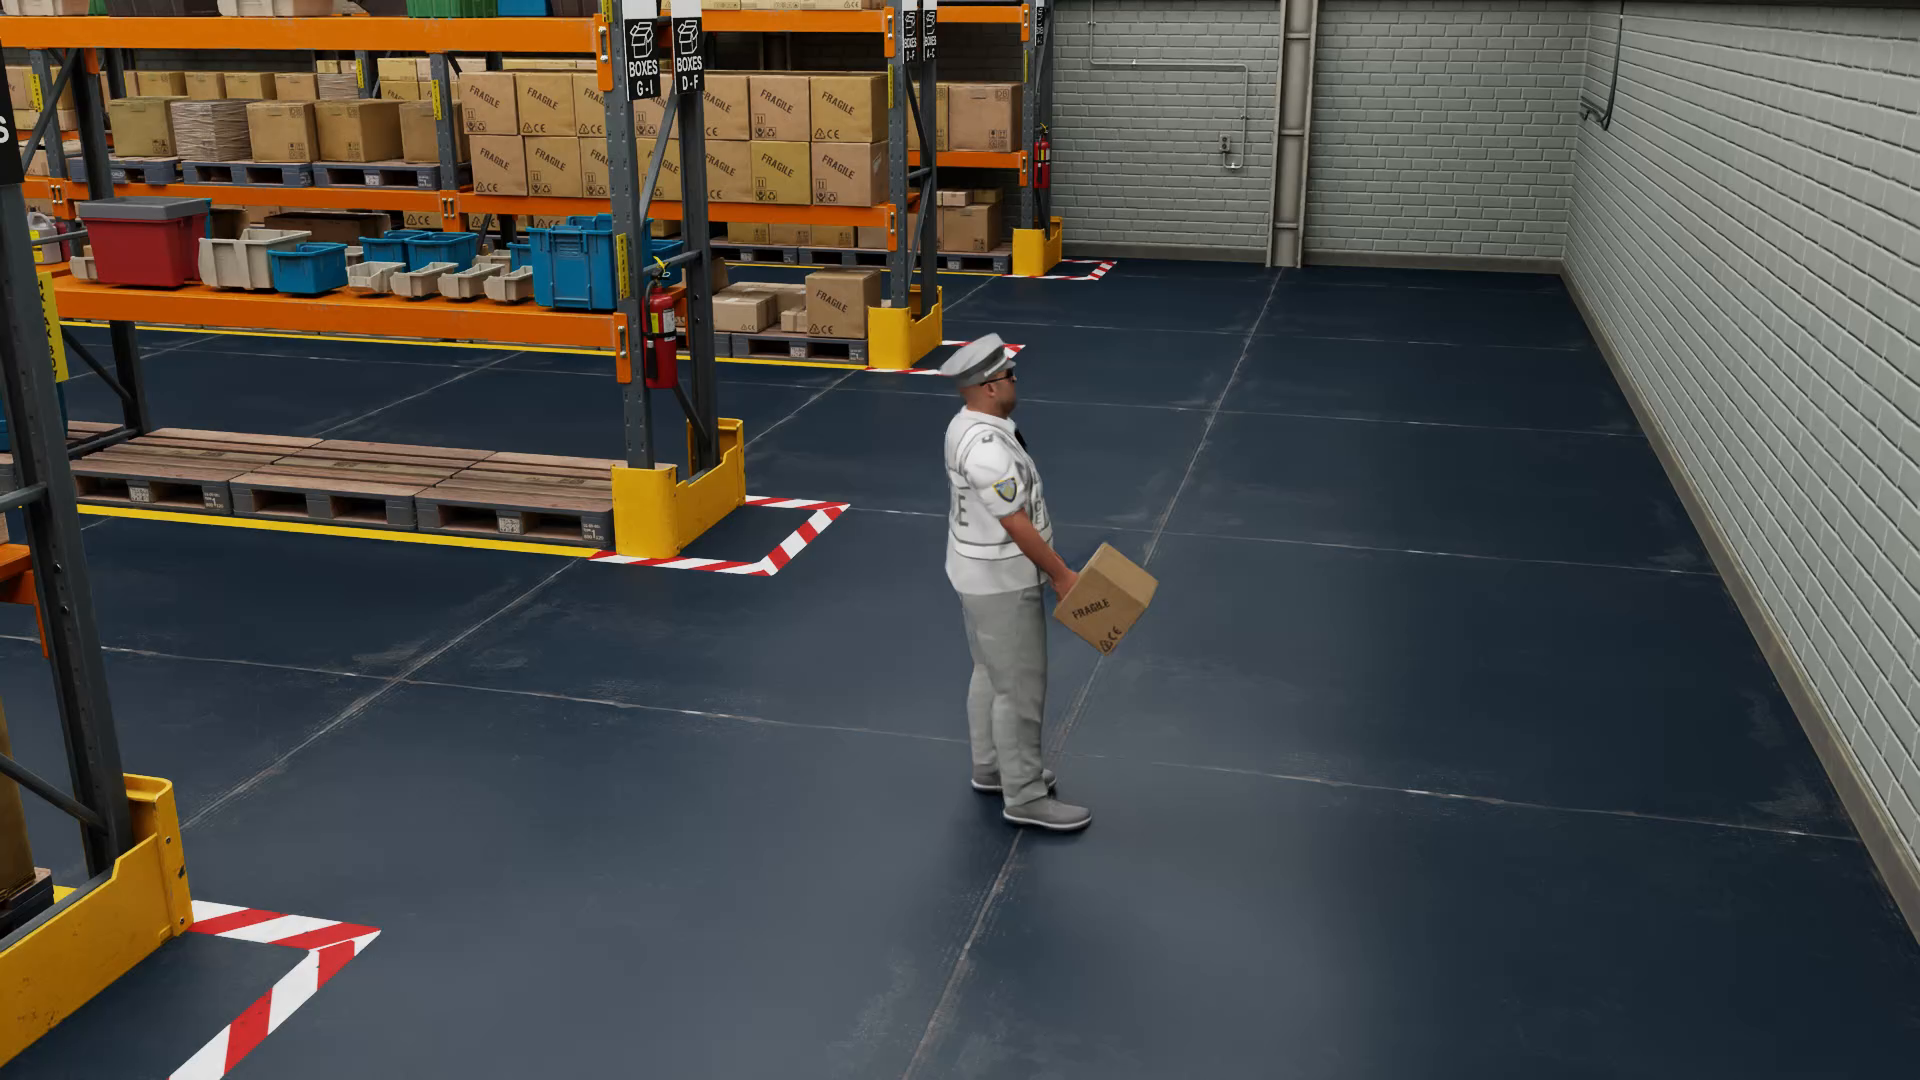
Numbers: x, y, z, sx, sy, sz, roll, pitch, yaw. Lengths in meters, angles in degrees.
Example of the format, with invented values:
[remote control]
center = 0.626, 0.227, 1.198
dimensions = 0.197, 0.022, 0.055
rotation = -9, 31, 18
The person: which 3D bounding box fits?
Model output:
[person]
center = 0.193, 0.138, 6.051
dimensions = 0.508, 1.786, 0.591
rotation = -3, 18, -10
